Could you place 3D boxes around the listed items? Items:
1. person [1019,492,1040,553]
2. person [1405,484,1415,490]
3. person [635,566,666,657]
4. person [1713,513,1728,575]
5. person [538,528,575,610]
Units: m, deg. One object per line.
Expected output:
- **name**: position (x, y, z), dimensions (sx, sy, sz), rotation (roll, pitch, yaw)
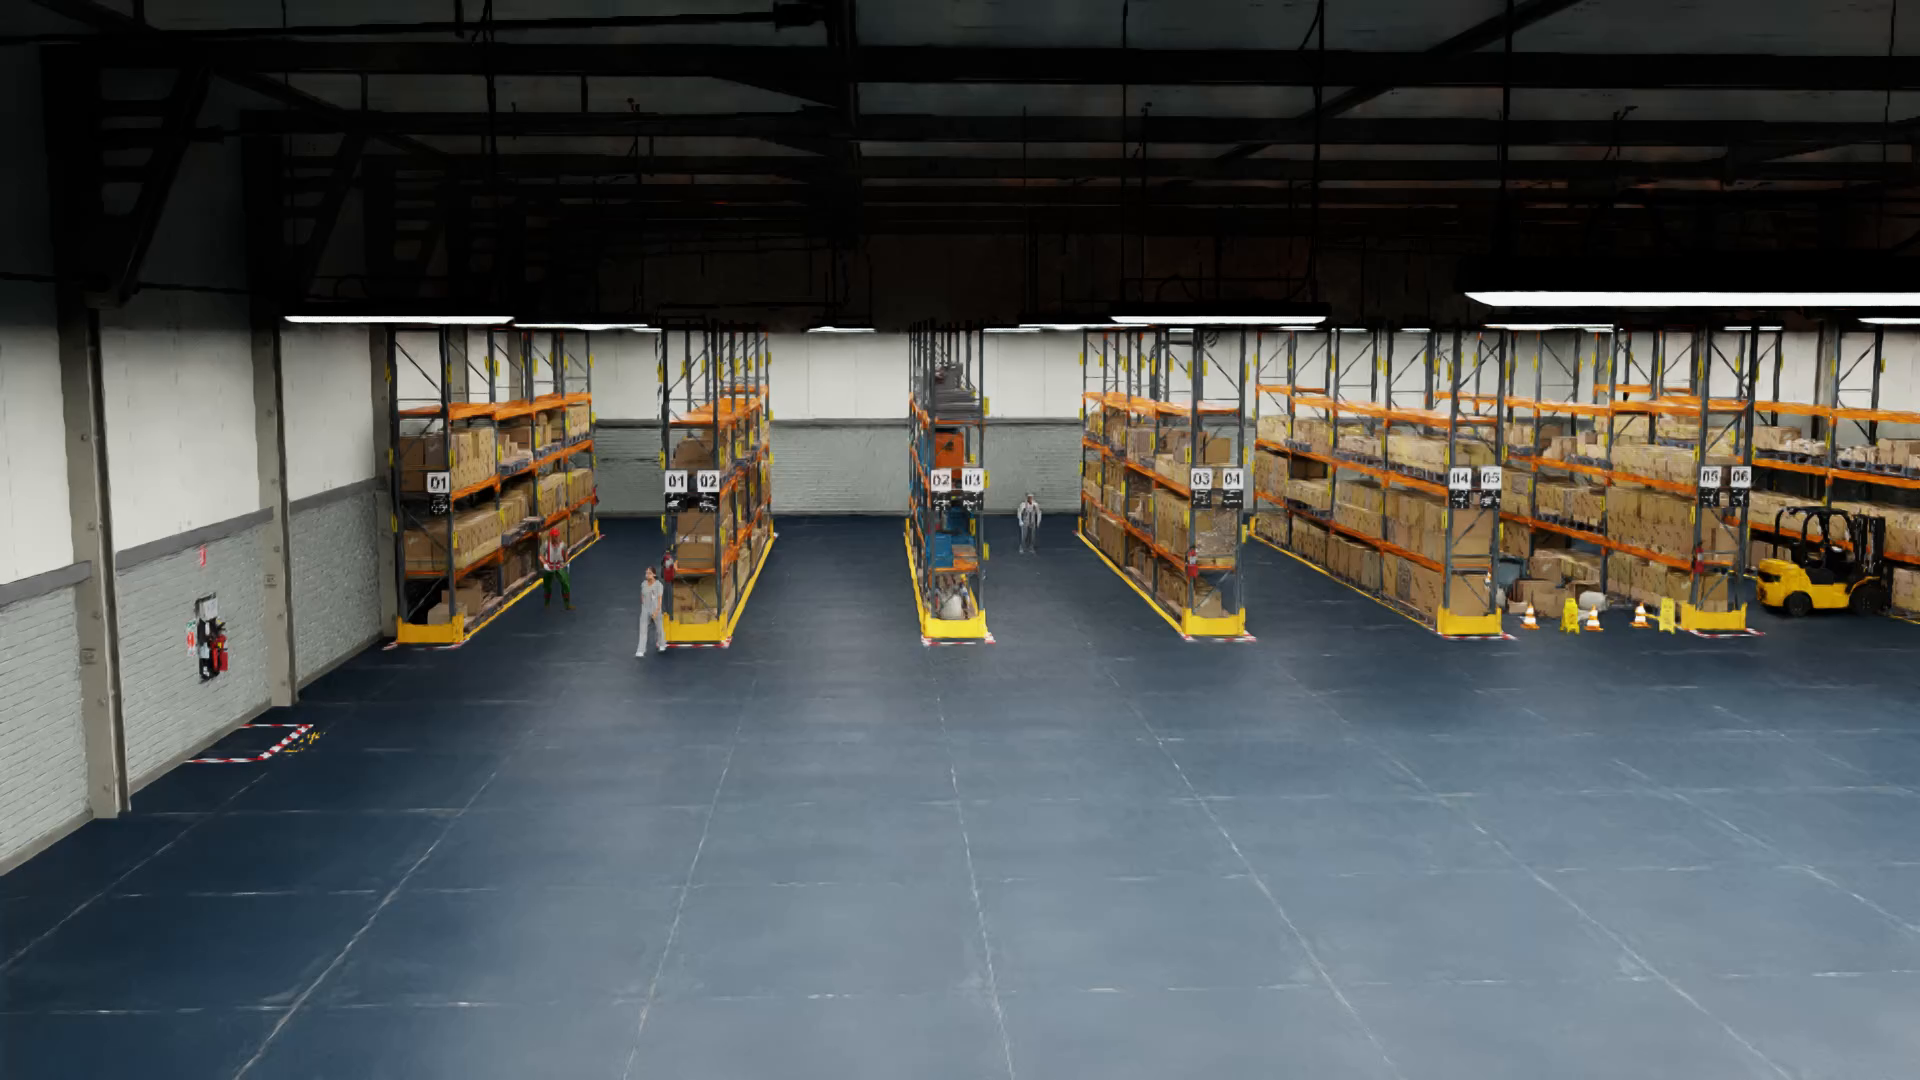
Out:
- **person**: position (1.822, -0.464, 43.650), dimensions (0.550, 1.628, 0.512), rotation (-1, 7, -5)
- **person**: position (12.600, -0.901, 46.666), dimensions (0.478, 1.718, 0.587), rotation (0, 7, -1)
- **person**: position (-5.496, 1.254, 29.676), dimensions (0.445, 1.605, 1.017), rotation (1, 7, 6)
- **person**: position (17.631, 0.145, 38.691), dimensions (0.534, 1.589, 0.522), rotation (3, 8, 23)
- **person**: position (-8.423, 0.593, 34.593), dimensions (0.688, 1.719, 0.822), rotation (-3, 8, -20)
